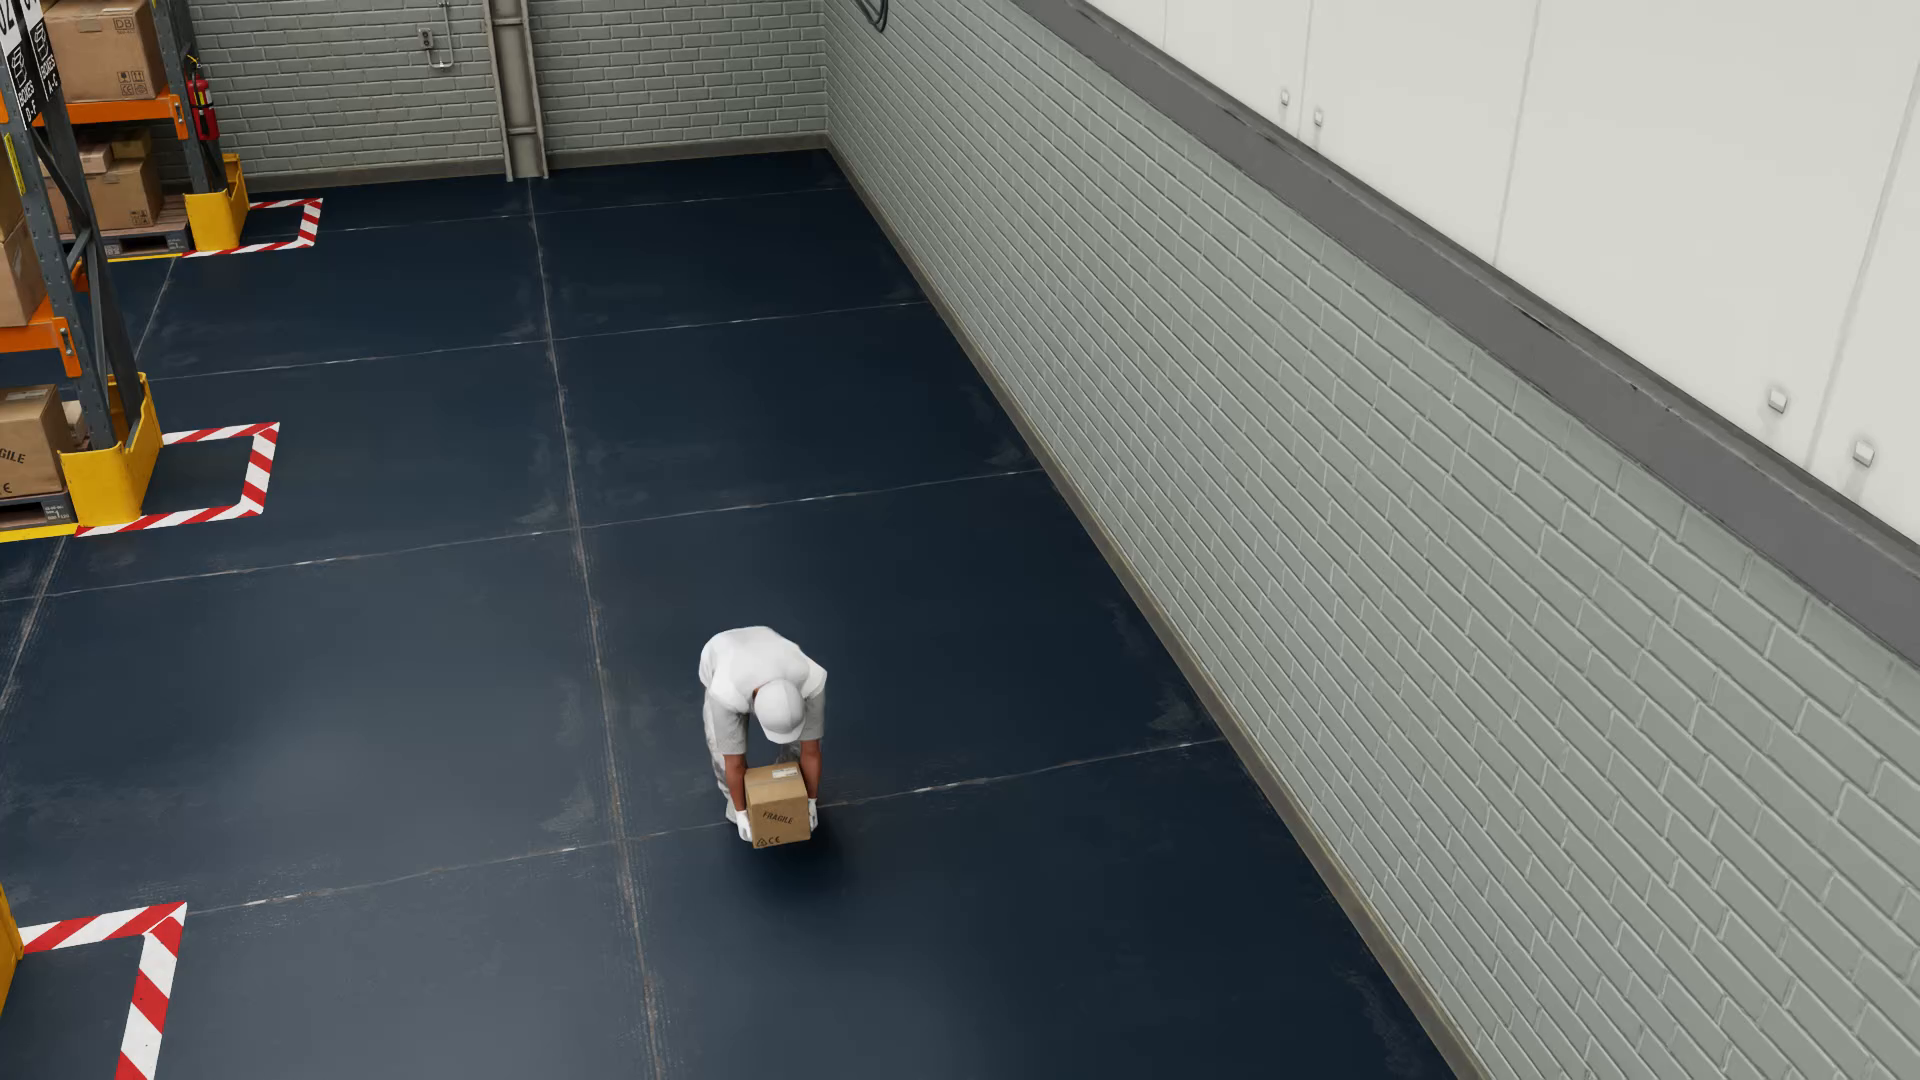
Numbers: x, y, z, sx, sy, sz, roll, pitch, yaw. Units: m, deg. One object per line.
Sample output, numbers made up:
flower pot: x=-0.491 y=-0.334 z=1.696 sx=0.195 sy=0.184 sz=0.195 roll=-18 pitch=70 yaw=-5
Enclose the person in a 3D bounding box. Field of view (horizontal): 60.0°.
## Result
person: x=-0.874 y=0.861 z=7.521 sx=0.542 sy=0.995 sz=0.959 roll=-9 pitch=31 yaw=-15
